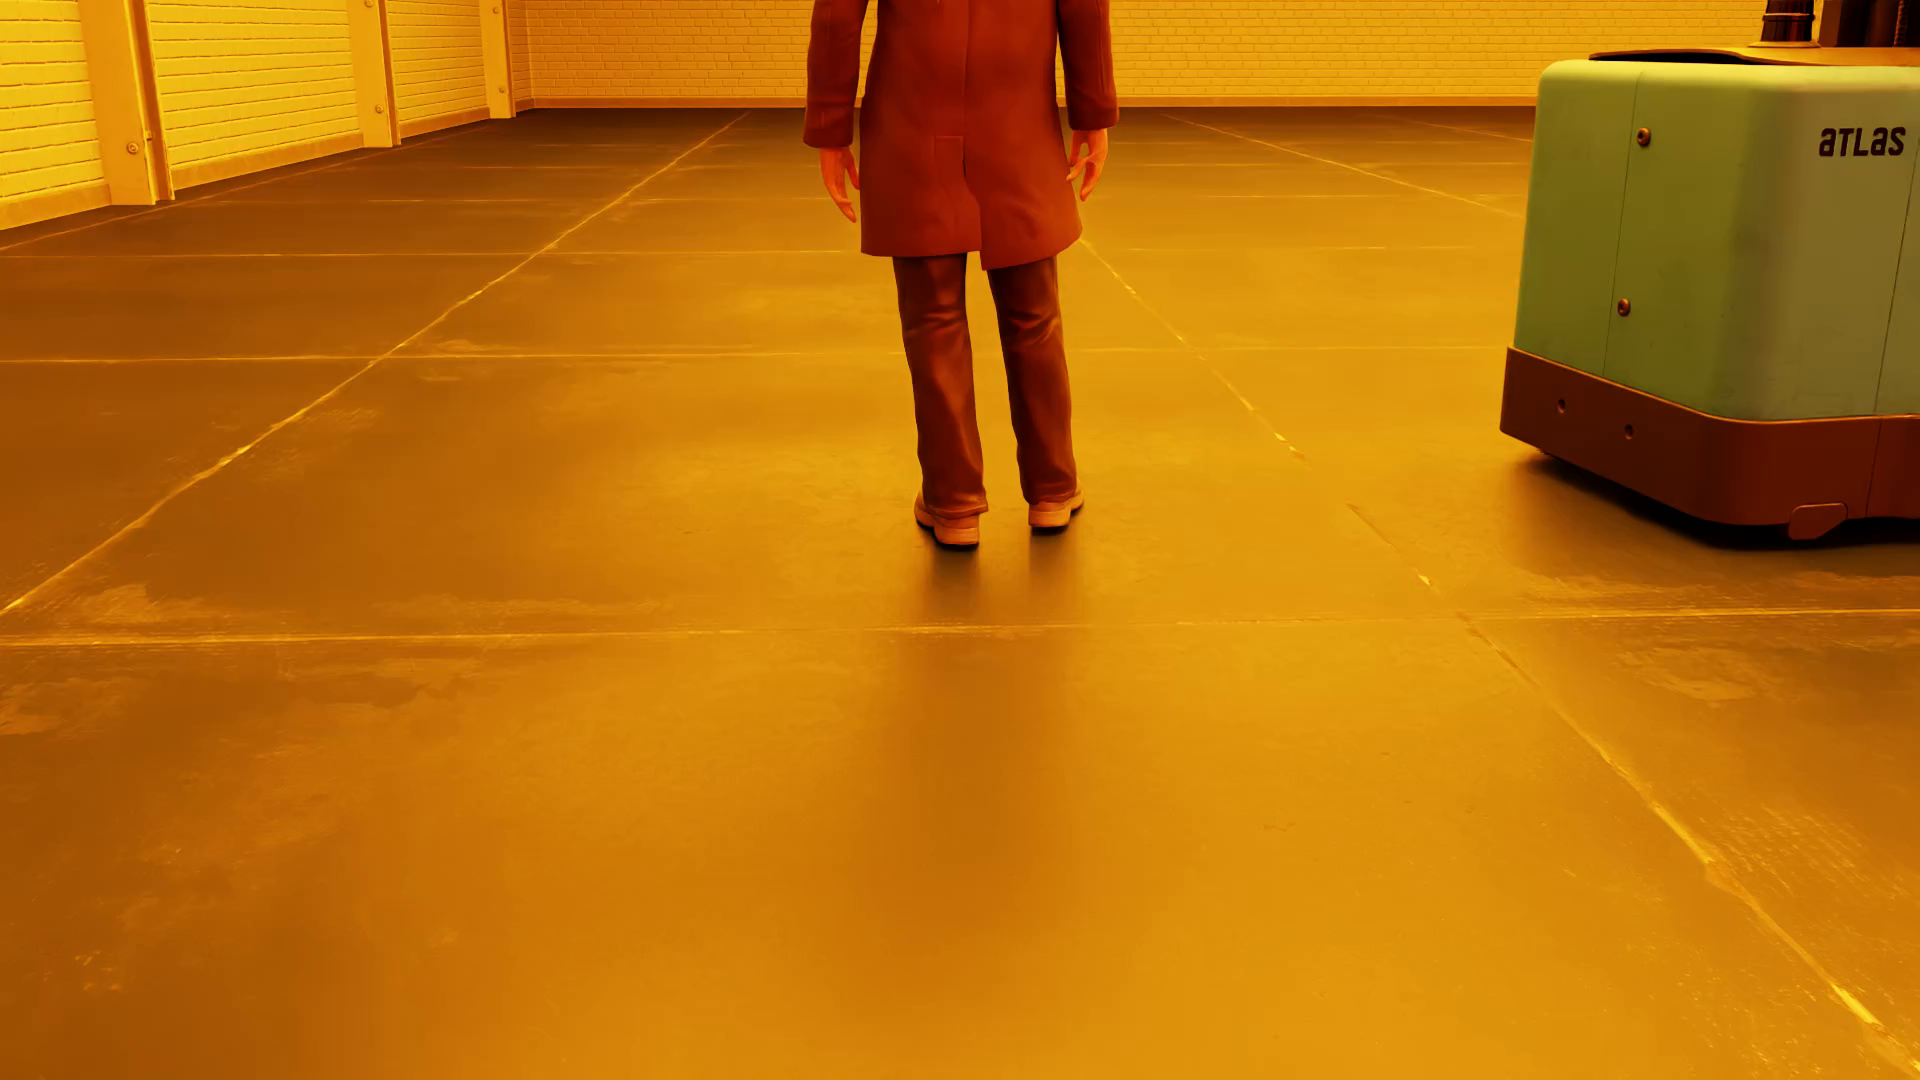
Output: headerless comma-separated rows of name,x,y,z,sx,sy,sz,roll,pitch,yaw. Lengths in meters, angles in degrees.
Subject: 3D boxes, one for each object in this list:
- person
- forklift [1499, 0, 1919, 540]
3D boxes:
person,-0.001,-0.884,3.744,0.698,1.777,0.579,-1,17,-3
forklift,3.087,-1.601,4.142,3.031,2.935,1.130,-4,17,-11
